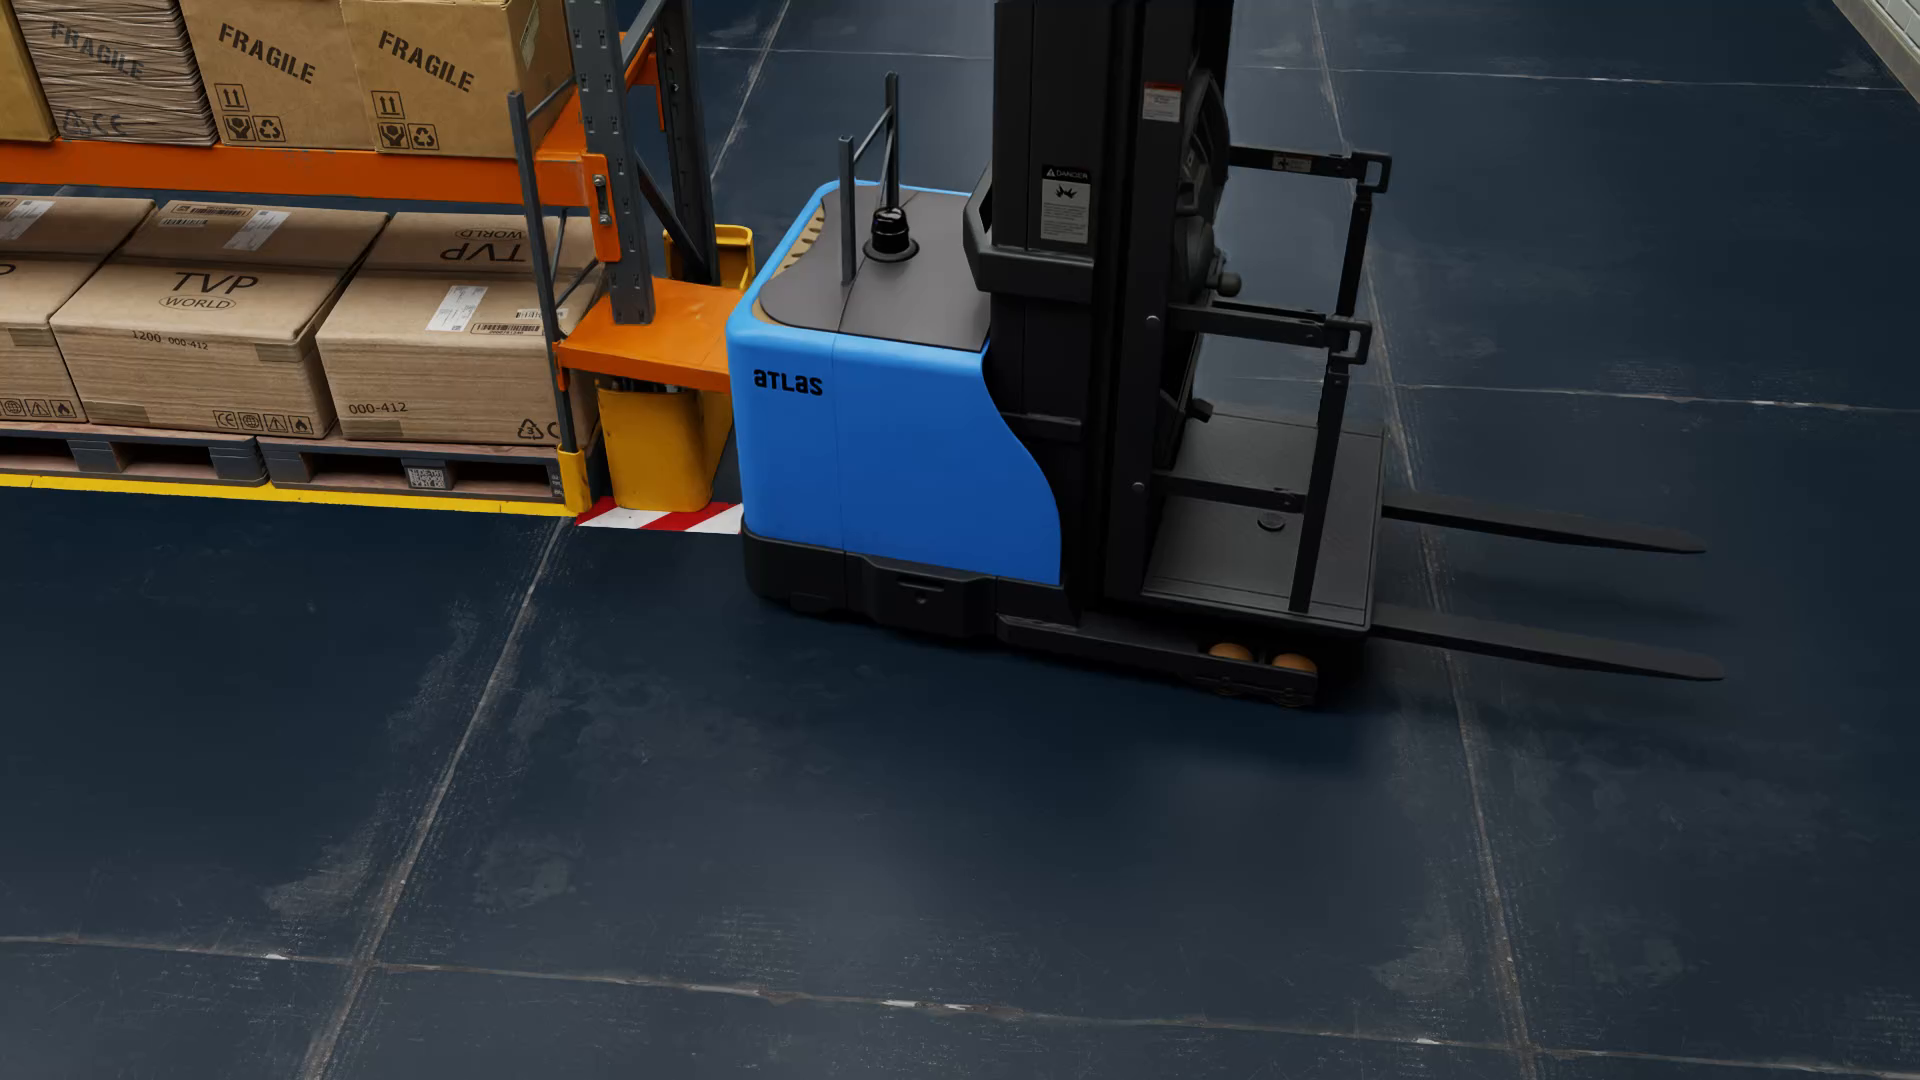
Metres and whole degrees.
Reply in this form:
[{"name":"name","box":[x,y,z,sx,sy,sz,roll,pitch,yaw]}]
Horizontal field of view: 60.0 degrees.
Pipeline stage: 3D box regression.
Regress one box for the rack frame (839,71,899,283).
[{"name":"rack frame","box":[-0.278,-0.685,5.324,0.032,1.500,0.500,10,40,11]}]

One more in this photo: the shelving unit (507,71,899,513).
[{"name":"shelving unit","box":[-0.761,-0.771,5.417,1.083,1.500,0.587,10,40,11]}]

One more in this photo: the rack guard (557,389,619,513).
[{"name":"rack guard","box":[-1.254,-0.370,5.901,0.087,0.250,0.587,10,40,11]}]

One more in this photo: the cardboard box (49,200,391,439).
[{"name":"cardboard box","box":[-2.620,-0.822,6.081,0.875,0.438,0.875,4,39,5]}]

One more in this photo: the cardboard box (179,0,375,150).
[{"name":"cardboard box","box":[-2.043,-1.571,5.224,0.500,0.500,0.500,2,39,3]}]

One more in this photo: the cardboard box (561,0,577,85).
[{"name":"cardboard box","box":[-1.495,-1.881,5.605,0.500,0.500,0.500,3,39,3]}]

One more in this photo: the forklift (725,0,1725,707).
[{"name":"forklift","box":[0.869,-0.996,4.652,3.031,2.935,1.130,9,40,11]}]

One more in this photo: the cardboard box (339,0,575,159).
[{"name":"cardboard box","box":[-1.545,-1.534,5.179,0.500,0.500,0.500,3,39,4]}]

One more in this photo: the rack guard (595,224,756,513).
[{"name":"rack guard","box":[-1.017,-0.664,6.170,0.348,0.500,1.175,3,39,4]}]

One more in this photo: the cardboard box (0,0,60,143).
[{"name":"cardboard box","box":[-3.072,-1.612,5.276,0.500,0.500,0.500,4,39,5]}]

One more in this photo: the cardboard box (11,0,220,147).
[{"name":"cardboard box","box":[-2.557,-1.592,5.251,0.500,0.500,0.500,4,39,5]}]

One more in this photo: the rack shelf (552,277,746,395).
[{"name":"rack shelf","box":[-0.773,-0.633,5.531,1.000,0.185,0.538,10,40,11]}]

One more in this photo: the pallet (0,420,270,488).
[{"name":"pallet","box":[-3.057,-0.616,6.340,1.213,0.211,1.003,3,39,4]}]

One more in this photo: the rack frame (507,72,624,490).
[{"name":"rack frame","box":[-1.261,-0.861,5.513,0.032,1.500,0.500,10,40,11]}]

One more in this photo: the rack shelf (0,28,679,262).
[{"name":"rack shelf","box":[-3.034,-1.465,5.744,4.000,0.370,1.077,3,39,4]}]

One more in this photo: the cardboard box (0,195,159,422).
[{"name":"cardboard box","box":[-3.518,-0.872,6.142,0.875,0.438,0.875,2,39,3]}]

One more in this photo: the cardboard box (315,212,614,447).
[{"name":"cardboard box","box":[-1.707,-0.777,6.026,0.875,0.438,0.875,2,39,2]}]

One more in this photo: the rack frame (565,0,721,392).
[{"name":"rack frame","box":[-1.041,-1.635,5.383,0.127,3.000,1.000,3,39,4]}]

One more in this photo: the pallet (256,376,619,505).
[{"name":"pallet","box":[-1.845,-0.548,6.256,1.213,0.211,1.003,3,39,4]}]
